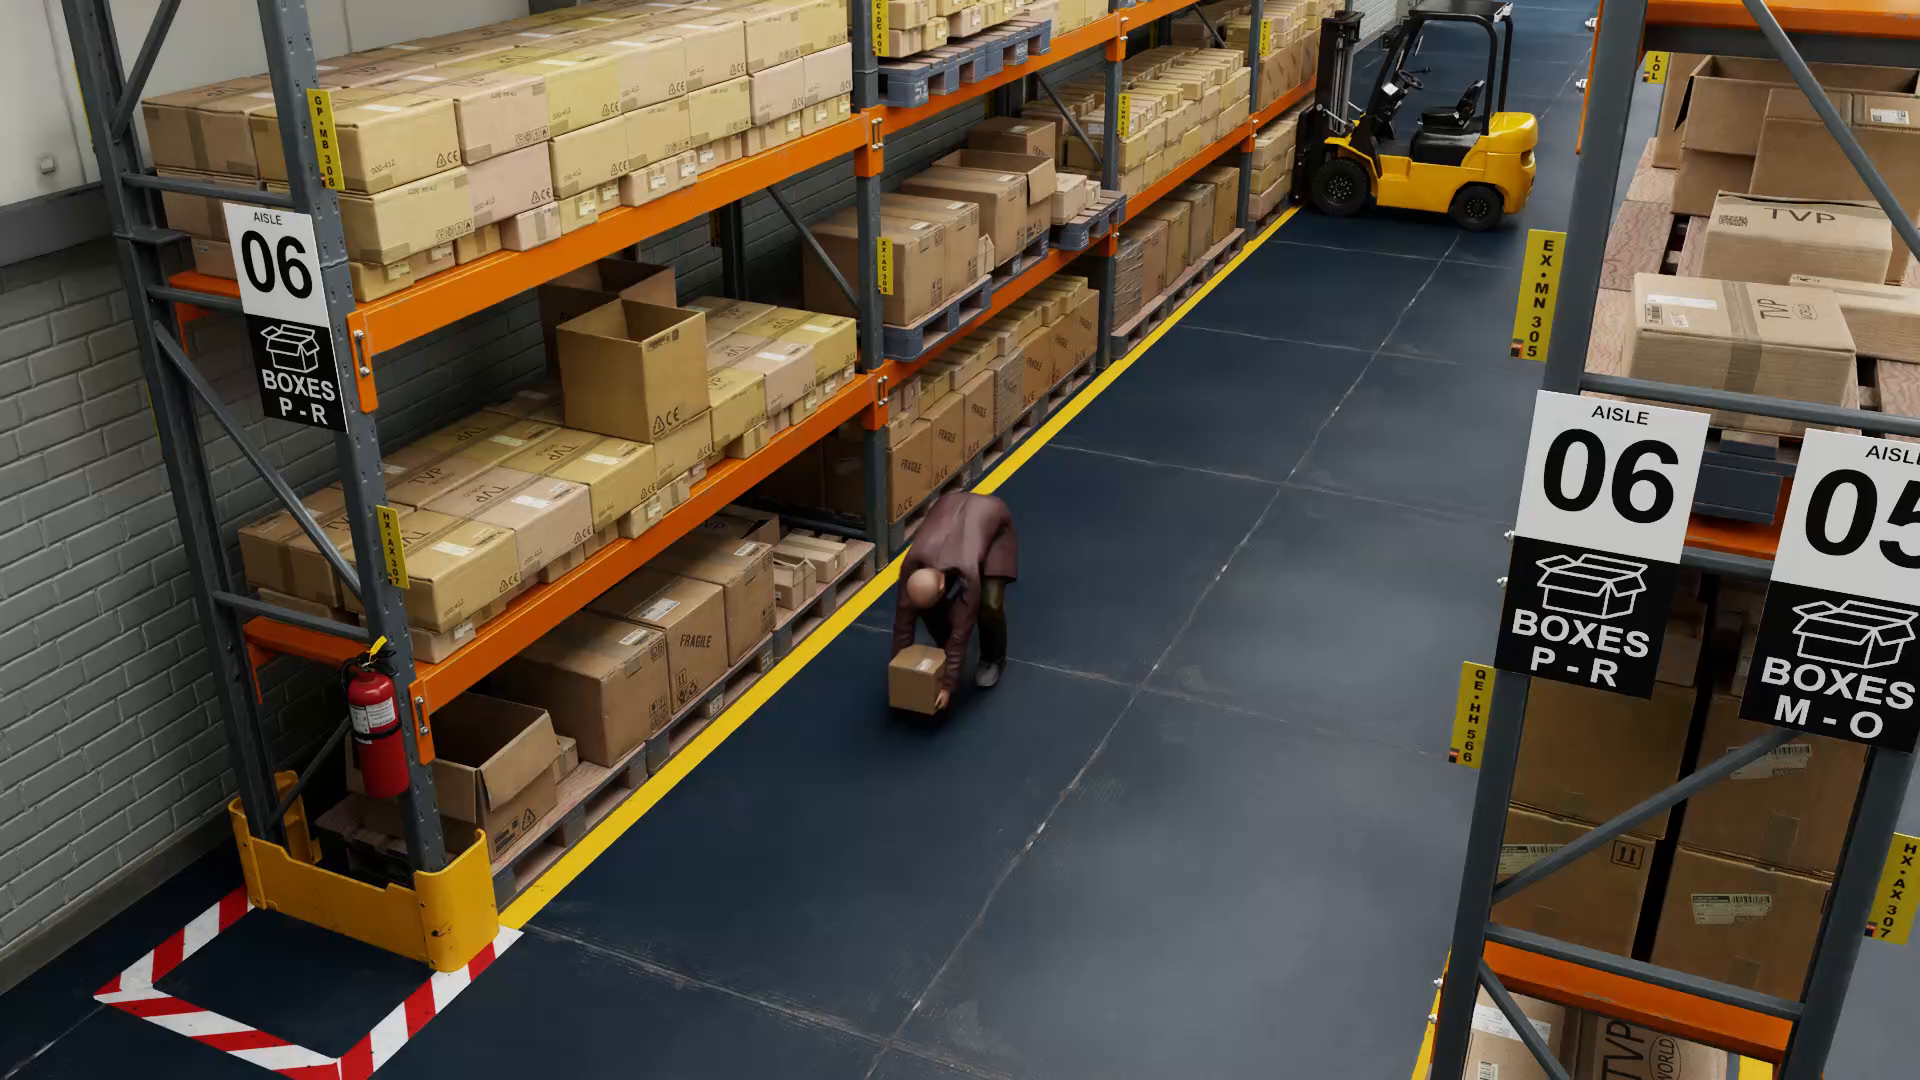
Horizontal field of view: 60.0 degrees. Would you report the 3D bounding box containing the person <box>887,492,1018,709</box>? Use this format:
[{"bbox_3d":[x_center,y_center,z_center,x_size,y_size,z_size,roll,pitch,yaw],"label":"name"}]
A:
[{"bbox_3d":[-0.034,0.324,8.796,0.585,1.047,0.978,10,28,20],"label":"person"}]
